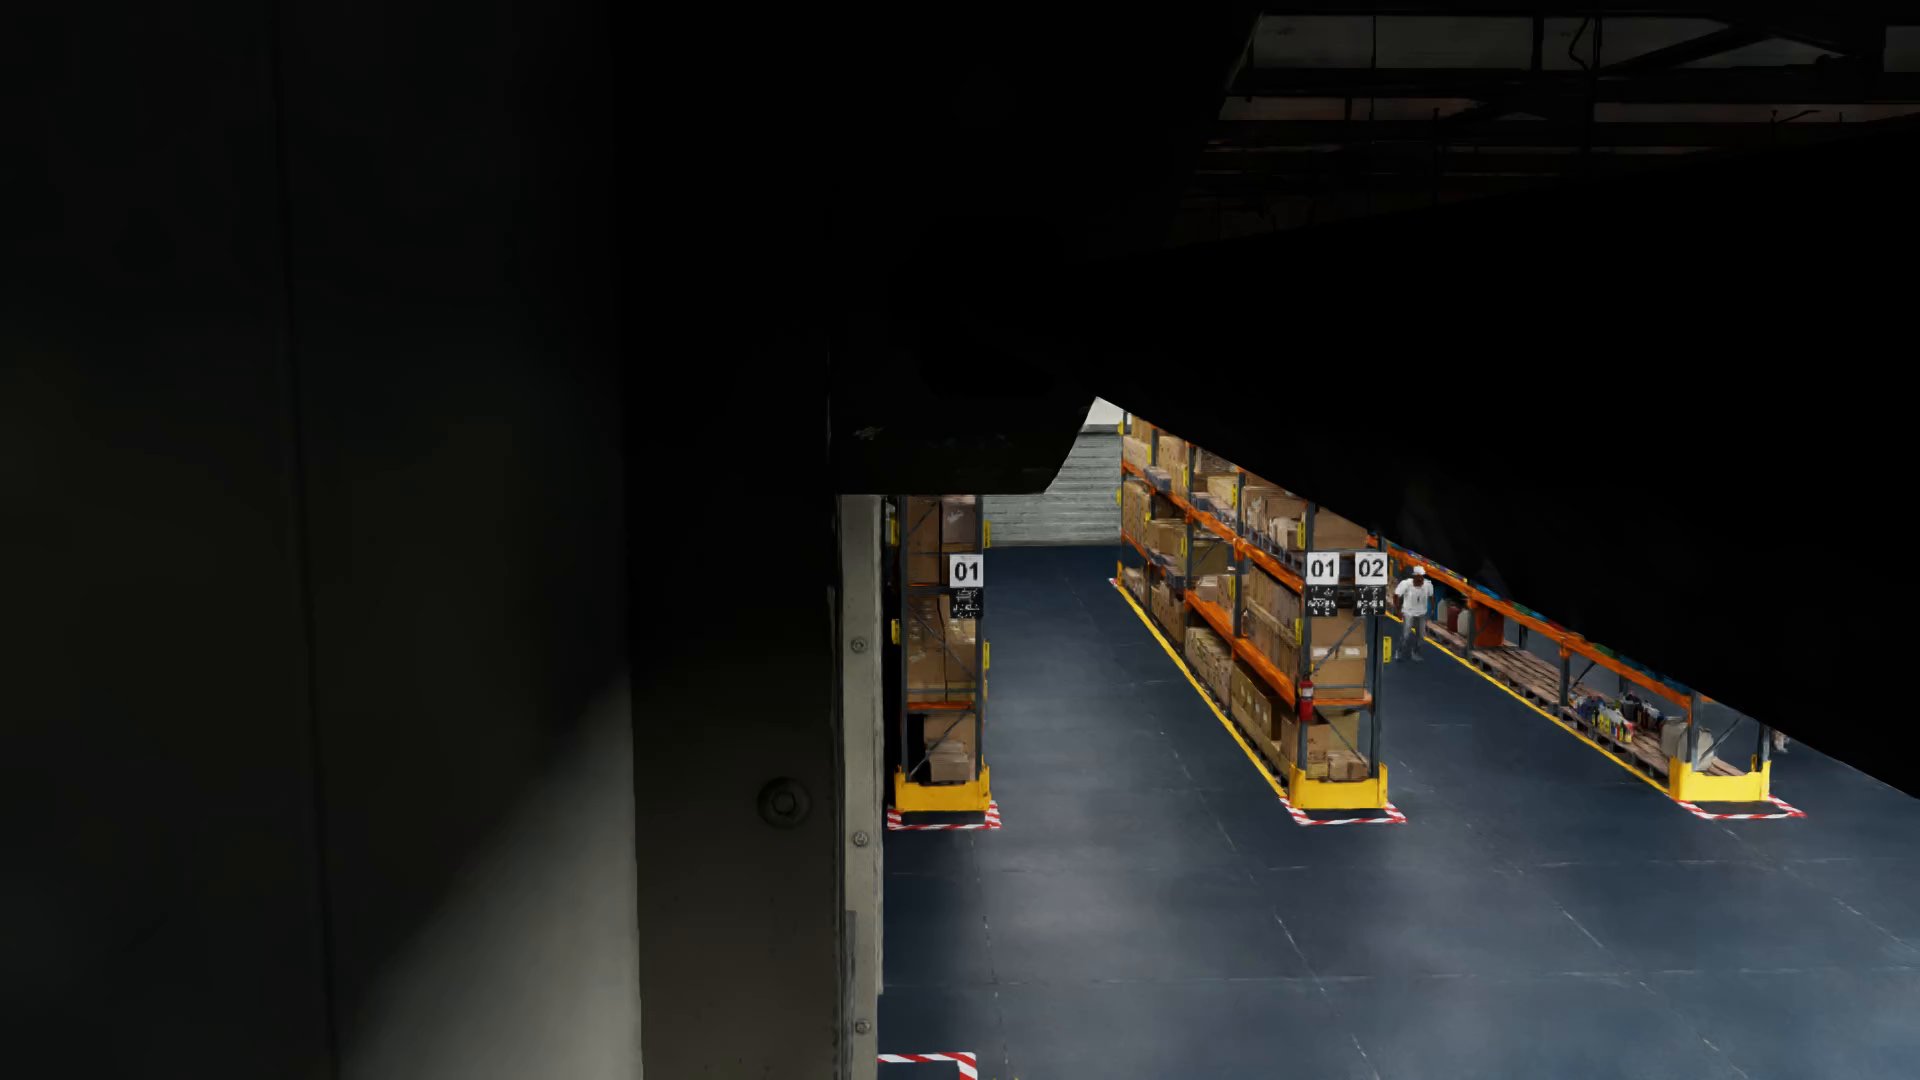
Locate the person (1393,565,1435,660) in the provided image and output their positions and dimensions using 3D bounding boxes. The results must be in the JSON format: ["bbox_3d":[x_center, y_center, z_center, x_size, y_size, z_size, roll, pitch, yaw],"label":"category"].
[{"bbox_3d":[7.853,1.262,28.750,0.719,1.715,0.578,0,8,-2],"label":"person"}]

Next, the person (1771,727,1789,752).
[{"bbox_3d":[11.539,2.090,23.185,0.533,1.658,1.031,1,8,6],"label":"person"}]
